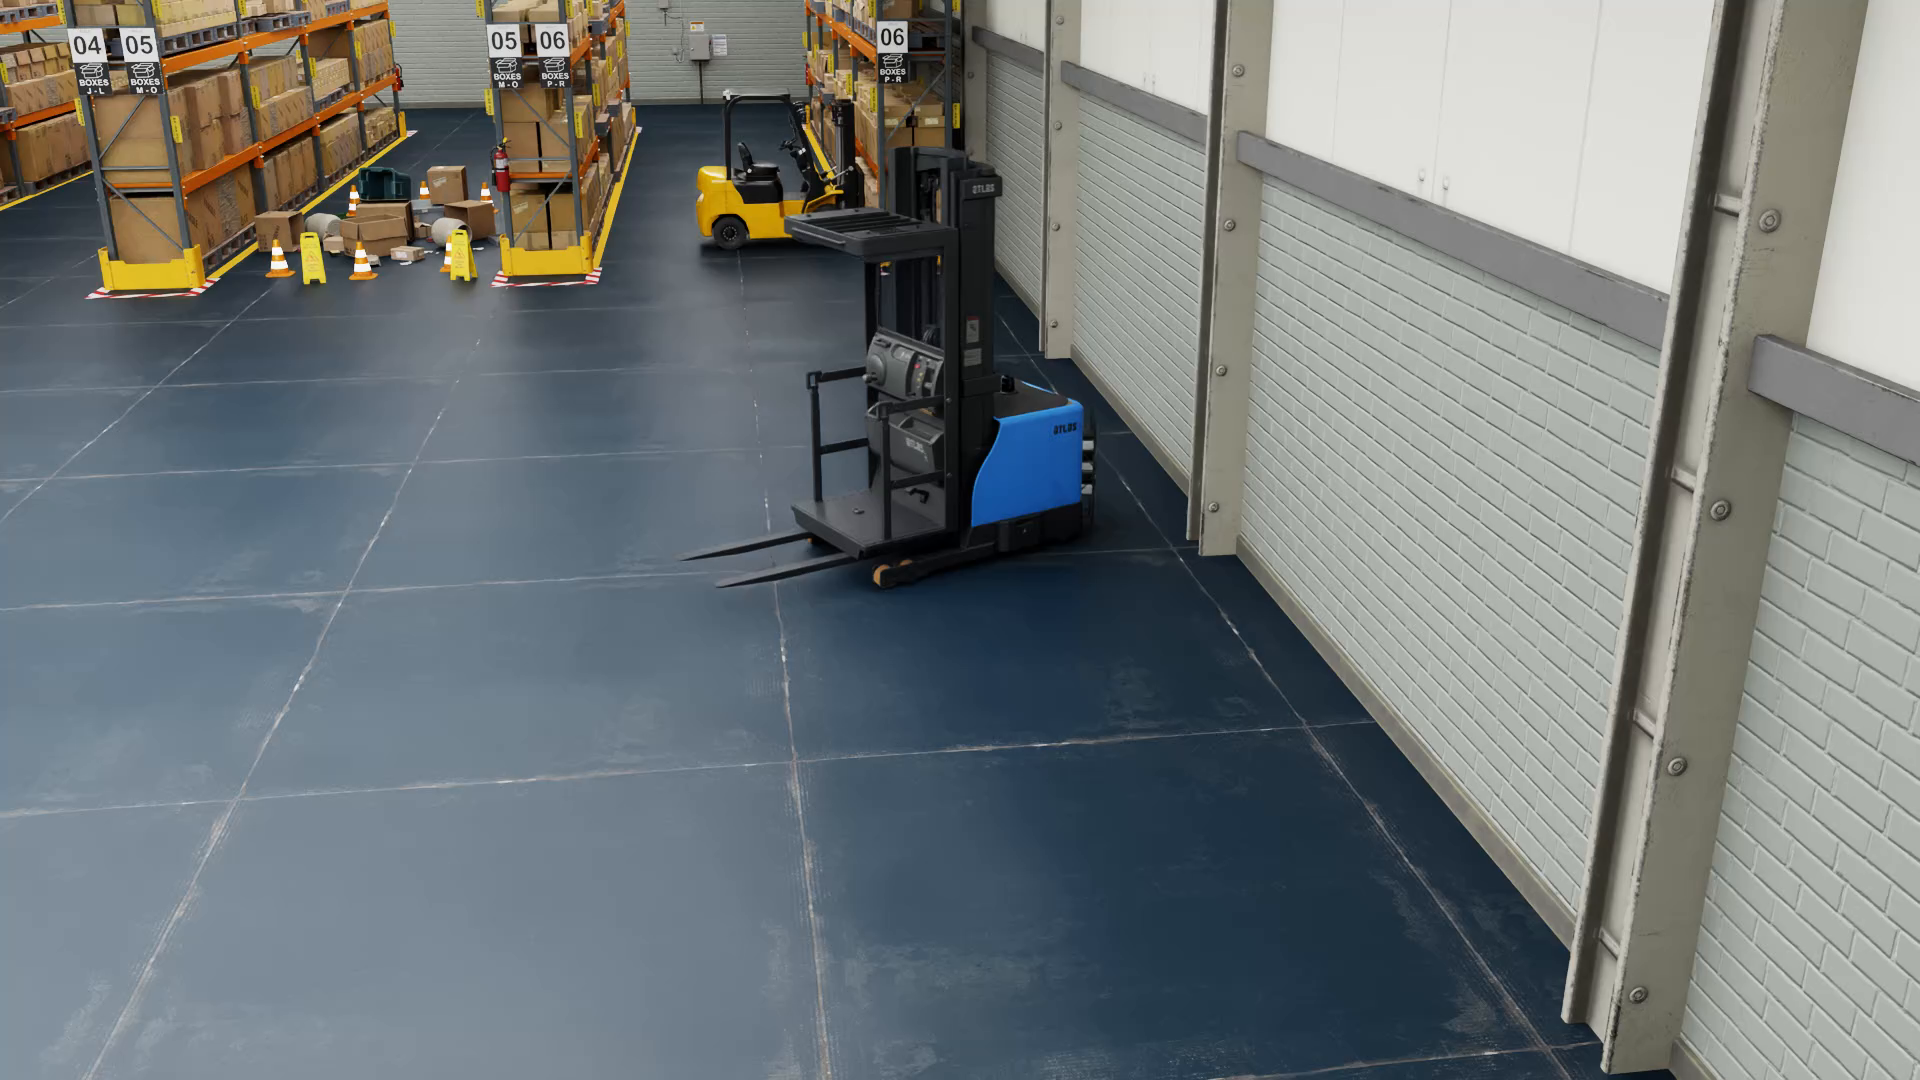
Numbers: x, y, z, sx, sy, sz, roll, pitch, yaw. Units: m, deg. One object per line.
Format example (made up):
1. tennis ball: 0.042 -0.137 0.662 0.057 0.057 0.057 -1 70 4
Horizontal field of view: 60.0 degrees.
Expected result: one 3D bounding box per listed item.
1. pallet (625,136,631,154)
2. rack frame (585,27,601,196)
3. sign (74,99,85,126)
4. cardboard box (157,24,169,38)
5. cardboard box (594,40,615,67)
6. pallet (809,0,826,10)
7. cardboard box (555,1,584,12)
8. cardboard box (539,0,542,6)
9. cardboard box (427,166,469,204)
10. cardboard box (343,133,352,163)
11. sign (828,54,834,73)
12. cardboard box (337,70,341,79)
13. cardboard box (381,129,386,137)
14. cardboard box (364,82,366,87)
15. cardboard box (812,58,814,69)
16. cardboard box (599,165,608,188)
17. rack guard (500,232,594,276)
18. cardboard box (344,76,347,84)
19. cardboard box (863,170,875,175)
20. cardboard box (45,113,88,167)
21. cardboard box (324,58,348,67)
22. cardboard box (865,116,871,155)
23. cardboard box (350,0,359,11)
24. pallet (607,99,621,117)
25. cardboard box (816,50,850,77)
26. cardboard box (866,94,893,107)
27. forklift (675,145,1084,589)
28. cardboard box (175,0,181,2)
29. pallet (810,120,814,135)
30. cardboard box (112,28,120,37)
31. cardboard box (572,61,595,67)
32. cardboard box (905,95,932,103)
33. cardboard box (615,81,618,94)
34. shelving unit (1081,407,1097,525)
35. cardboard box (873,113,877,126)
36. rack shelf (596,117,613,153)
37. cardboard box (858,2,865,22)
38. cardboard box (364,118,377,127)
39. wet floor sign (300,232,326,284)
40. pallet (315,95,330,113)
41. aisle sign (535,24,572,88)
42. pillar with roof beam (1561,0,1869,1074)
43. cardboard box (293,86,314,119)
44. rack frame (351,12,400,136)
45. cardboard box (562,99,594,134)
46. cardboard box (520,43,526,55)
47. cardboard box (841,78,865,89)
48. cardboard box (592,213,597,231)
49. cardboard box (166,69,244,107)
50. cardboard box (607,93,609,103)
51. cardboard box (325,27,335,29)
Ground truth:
1. pallet: -7.279 -8.095 34.087 1.003 0.211 1.213 -3 21 -8
2. rack frame: -6.093 -6.364 25.468 1.000 3.000 0.127 -3 21 -8
3. sign: -10.939 -5.325 20.693 0.100 0.325 0.005 -3 21 -8
4. cardboard box: -10.133 -6.360 20.787 0.380 0.149 0.250 -3 21 -7
5. cardboard box: -6.798 -9.152 31.360 0.500 0.500 0.500 -2 21 -6
6. pallet: -2.311 -10.473 32.451 1.213 0.211 1.003 -3 21 -8
7. cardboard box: -5.602 -7.662 23.876 0.380 0.149 0.250 -2 21 -6
8. cardboard box: -6.305 -7.811 24.274 0.380 0.149 0.250 -2 21 -6
9. cardboard box: -7.850 -5.447 25.504 0.500 0.500 0.500 -3 21 -8
10. cardboard box: -11.631 -7.276 30.882 0.500 0.500 0.500 -3 21 -9
11. sign: -2.294 -8.475 29.579 0.100 0.325 0.005 -3 21 -8
12. cardboard box: -11.762 -8.668 30.970 0.380 0.149 0.250 -4 21 -10
13. cardboard box: -12.168 -8.478 34.603 0.380 0.149 0.250 -3 21 -7
14. cardboard box: -12.082 -9.116 33.194 0.380 0.149 0.250 -4 21 -10
15. cardboard box: -2.869 -10.143 35.375 0.500 0.250 0.500 -3 21 -9
16. cardboard box: -6.380 -6.000 27.650 0.950 0.372 0.625 -2 21 -6
17. rack guard: -5.528 -3.834 22.267 1.175 0.500 0.348 -3 21 -8
18. cardboard box: -11.839 -8.711 31.510 0.380 0.149 0.250 -3 21 -7
19. cardboard box: -1.208 -5.278 24.460 0.500 0.250 0.500 -3 21 -9
20. cardboard box: -16.811 -7.305 30.425 1.225 0.875 0.875 -4 21 -10
21. cardboard box: -11.879 -9.078 31.642 0.380 0.149 0.250 -2 21 -5
22. cardboard box: -1.076 -5.792 23.794 0.500 0.500 0.500 -3 21 -9
23. cardboard box: -11.936 -10.357 32.088 0.500 0.250 0.500 -2 21 -5
24. pallet: -6.462 -7.417 28.563 1.213 0.211 1.003 -3 21 -8
25. cardboard box: -2.487 -9.450 32.988 0.700 0.500 0.500 -2 21 -6
26. cardboard box: -1.149 -6.271 23.723 0.380 0.149 0.250 -3 21 -7
27. forklift: -0.571 -1.238 11.841 3.031 2.935 1.130 -13 24 -31
28. cardboard box: -10.242 -6.993 21.342 0.380 0.149 0.250 -3 21 -7
29. pallet: -2.785 -9.161 36.944 1.003 0.211 1.213 -3 21 -8
30. cardboard box: -10.819 -6.411 20.922 0.380 0.149 0.250 -3 21 -7
31. cardboard box: -6.070 -7.602 26.688 0.380 0.149 0.250 -2 21 -5
32. cardboard box: -0.583 -6.207 23.553 0.380 0.149 0.250 -2 21 -6
33. cardboard box: -6.860 -8.744 32.056 0.500 0.250 0.500 -3 21 -9
34. shelving unit: 0.923 -0.571 12.958 0.258 0.900 0.210 -1 20 -2
35. cardboard box: -0.999 -5.774 22.819 0.380 0.149 0.250 -3 21 -7
36. rack shelf: -6.382 -6.719 27.447 1.077 0.370 4.000 -3 21 -8
37. cardboard box: -1.269 -7.672 24.132 0.396 0.266 0.258 -3 21 -9
38. cardboard box: -12.057 -8.483 33.767 0.380 0.149 0.250 -2 21 -7
39. wet floor sign: -8.437 -3.681 21.650 0.267 0.644 0.232 -7 21 -17
40. pallet: -11.762 -7.616 29.093 1.213 0.211 1.003 -3 21 -8
41. aisle sign: -5.201 -6.191 21.289 0.394 0.787 0.004 -3 21 -8
42. pillar with roof beam: -1.479 -1.878 4.883 9.100 9.000 0.400 -3 21 -8
43. cardboard box: -11.223 -7.368 28.015 0.500 0.500 0.500 -3 21 -8
44. rack frame: -12.707 -10.234 35.829 1.000 3.000 0.127 -3 21 -8
45. cardboard box: -5.702 -6.231 24.543 0.500 0.500 0.500 -2 21 -6
46. cardboard box: -5.845 -6.376 21.572 0.380 0.149 0.250 -3 21 -8
47. cardboard box: -1.779 -7.602 27.713 0.380 0.149 0.250 -3 21 -9
48. cardboard box: -5.517 -4.546 23.931 0.500 0.250 0.500 -2 21 -4
49. cardboard box: -10.958 -6.526 24.144 0.875 0.550 0.550 -3 21 -8
50. cardboard box: -6.199 -7.552 28.408 0.380 0.149 0.250 -3 21 -8
51. cardboard box: -12.545 -9.831 32.755 0.500 0.500 0.500 -4 21 -9
